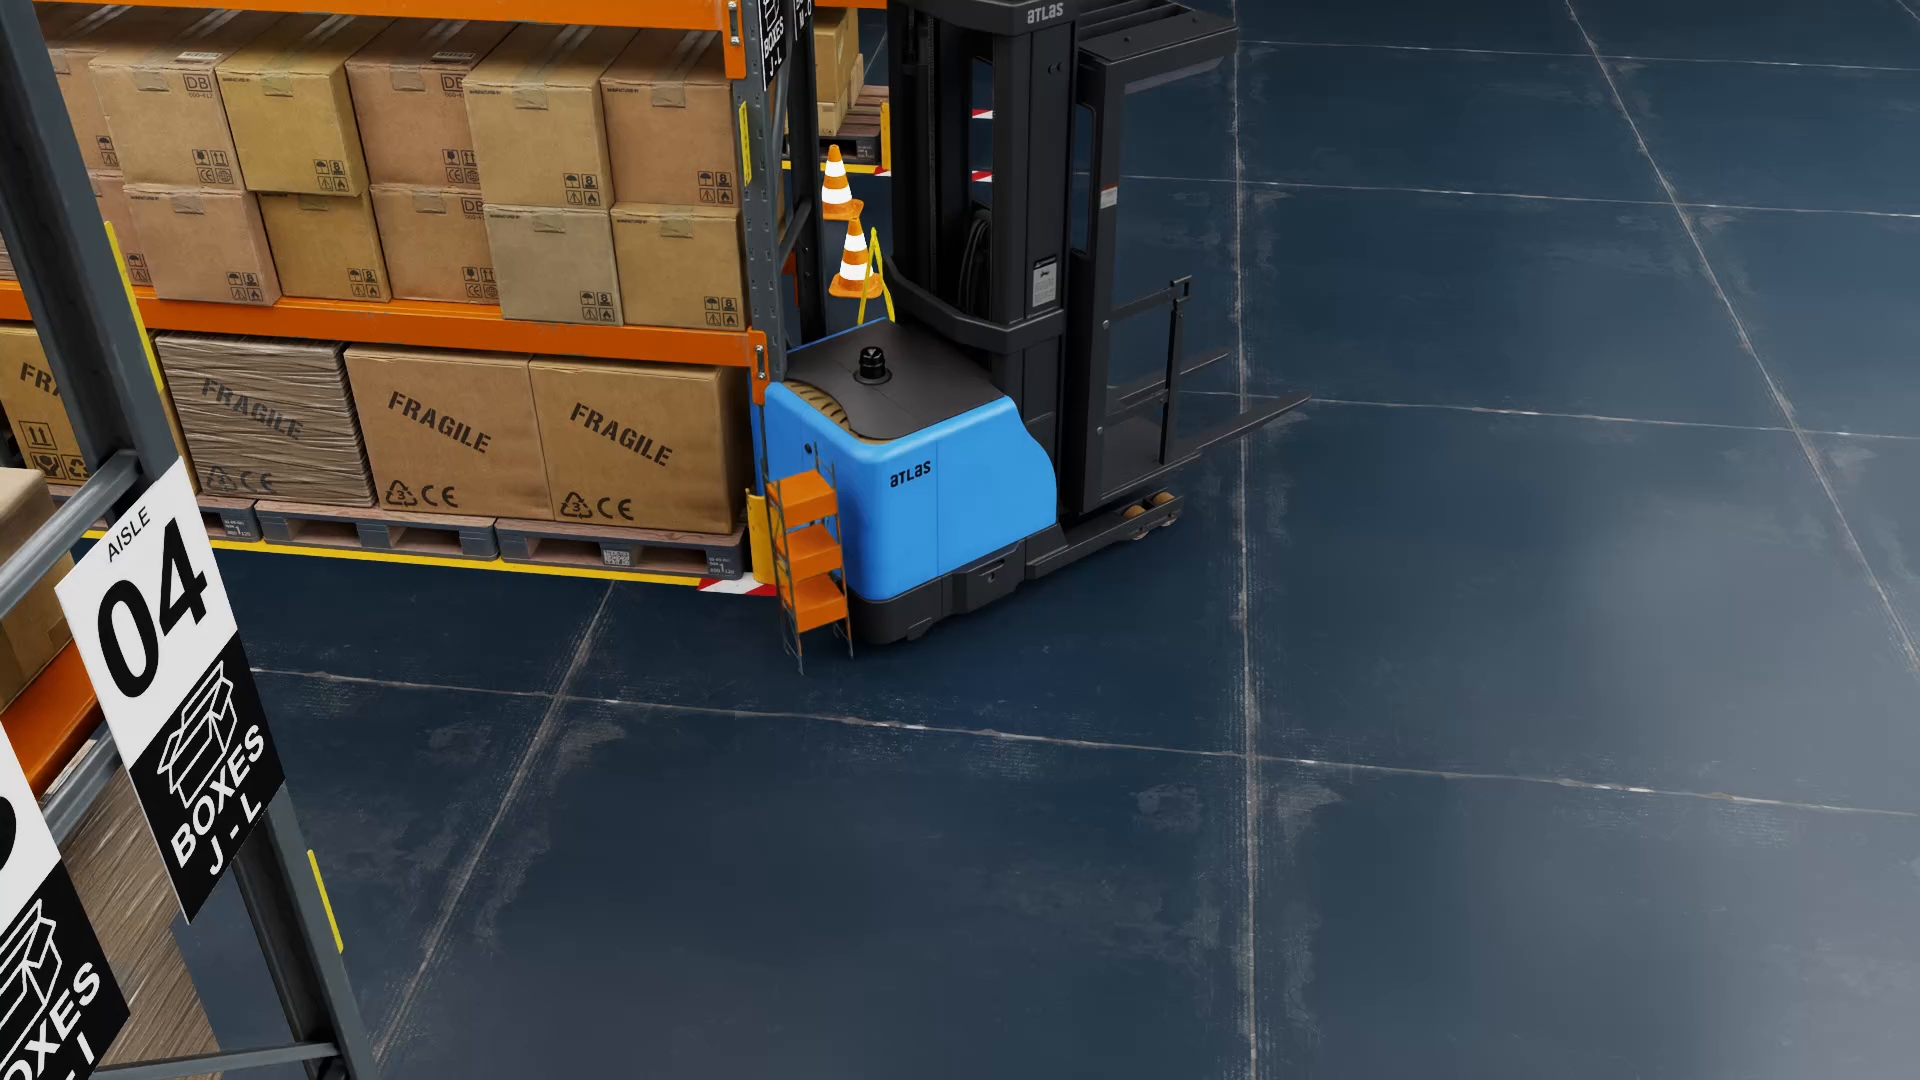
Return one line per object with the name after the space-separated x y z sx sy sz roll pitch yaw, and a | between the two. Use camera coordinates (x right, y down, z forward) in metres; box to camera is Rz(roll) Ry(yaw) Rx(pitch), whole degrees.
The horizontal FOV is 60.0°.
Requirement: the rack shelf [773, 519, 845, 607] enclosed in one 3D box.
-0.659 0.099 7.217 0.240 0.259 0.215 -19 39 -21 | rack shelf

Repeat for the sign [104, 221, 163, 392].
-1.444 -0.379 2.864 0.005 0.325 0.100 4 36 6 | sign

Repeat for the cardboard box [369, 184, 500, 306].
-2.243 -1.544 7.702 0.550 0.550 0.875 4 36 6 | cardboard box

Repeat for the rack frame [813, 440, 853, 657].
-0.551 0.054 7.253 0.008 1.050 0.200 -19 39 -21 | rack frame

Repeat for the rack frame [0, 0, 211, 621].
-1.513 -0.931 1.809 0.127 3.000 1.000 4 36 6 | rack frame

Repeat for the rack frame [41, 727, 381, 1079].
-1.513 1.511 3.551 0.127 3.000 1.000 4 36 6 | rack frame

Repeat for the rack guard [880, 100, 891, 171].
-0.326 -3.188 12.286 0.348 0.500 1.175 4 36 6 | rack guard

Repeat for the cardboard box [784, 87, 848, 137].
-1.111 -3.158 12.098 0.500 0.250 0.500 4 36 6 | cardboard box

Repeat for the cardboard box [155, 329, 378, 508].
-3.239 -0.791 8.243 0.875 0.875 0.875 5 36 6 | cardboard box

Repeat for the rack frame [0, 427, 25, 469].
-4.749 -1.636 7.960 0.127 3.000 1.000 4 36 6 | rack frame

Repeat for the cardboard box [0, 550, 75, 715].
-1.958 0.166 2.982 0.500 0.250 0.500 5 36 7 | cardboard box

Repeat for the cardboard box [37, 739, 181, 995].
-2.024 0.744 3.422 0.500 0.500 0.500 4 36 6 | cardboard box

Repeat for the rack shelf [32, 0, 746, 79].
-2.765 -2.416 7.090 4.000 0.370 1.077 4 36 6 | rack shelf

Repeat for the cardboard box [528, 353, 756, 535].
-1.462 -0.658 8.057 0.875 0.875 0.875 4 36 6 | cardboard box

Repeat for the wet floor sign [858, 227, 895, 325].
-0.500 -1.520 9.825 0.232 0.644 0.267 -2 36 -2 | wet floor sign

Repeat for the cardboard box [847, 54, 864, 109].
-1.016 -3.470 12.536 0.500 0.250 0.500 4 36 6 | cardboard box

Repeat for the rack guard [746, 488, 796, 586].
-0.757 -0.321 8.269 0.348 0.500 1.175 4 36 6 | rack guard

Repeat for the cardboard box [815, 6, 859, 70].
-1.040 -3.777 12.320 0.500 0.500 0.500 3 36 4 | cardboard box

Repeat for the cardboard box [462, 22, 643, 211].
-1.702 -1.878 7.240 0.550 0.550 0.875 4 36 6 | cardboard box

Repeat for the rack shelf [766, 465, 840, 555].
-0.669 -0.129 7.048 0.240 0.259 0.215 -19 39 -21 | rack shelf

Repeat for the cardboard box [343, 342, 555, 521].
-2.335 -0.722 8.147 0.875 0.875 0.875 4 36 5 | cardboard box

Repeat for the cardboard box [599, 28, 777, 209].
-1.144 -1.890 7.258 0.550 0.550 0.875 4 36 6 | cardboard box

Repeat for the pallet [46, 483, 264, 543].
-4.004 -0.399 8.628 1.213 0.211 1.003 4 36 6 | pallet

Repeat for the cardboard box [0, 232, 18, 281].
-4.381 -1.676 7.888 0.550 0.550 0.875 4 36 6 | cardboard box

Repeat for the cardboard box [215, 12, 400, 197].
-2.782 -1.962 7.358 0.500 0.550 0.875 4 36 6 | cardboard box

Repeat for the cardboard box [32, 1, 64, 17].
-4.387 -2.089 7.537 0.550 0.550 0.875 4 36 6 | cardboard box

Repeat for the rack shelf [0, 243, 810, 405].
-2.765 -1.195 7.962 4.000 0.370 1.077 4 36 6 | rack shelf

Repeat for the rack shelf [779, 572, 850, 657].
-0.648 0.323 7.382 0.240 0.259 0.215 -19 39 -21 | rack shelf

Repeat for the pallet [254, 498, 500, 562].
-2.791 -0.311 8.504 1.213 0.211 1.003 4 36 6 | pallet

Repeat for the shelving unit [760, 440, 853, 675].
-0.659 0.091 7.210 0.252 1.050 0.215 -19 39 -21 | shelving unit

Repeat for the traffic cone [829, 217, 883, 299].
-0.646 -1.791 10.361 0.334 0.463 0.336 4 36 6 | traffic cone

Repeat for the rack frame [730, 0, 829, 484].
-0.781 -1.340 7.545 0.127 3.000 1.000 4 36 6 | rack frame

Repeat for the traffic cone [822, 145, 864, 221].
-0.842 -2.455 11.292 0.334 0.463 0.336 4 36 6 | traffic cone

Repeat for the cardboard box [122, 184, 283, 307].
-3.312 -1.541 7.698 0.550 0.550 0.875 4 36 6 | cardboard box

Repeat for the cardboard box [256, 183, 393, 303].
-2.774 -1.560 7.724 0.500 0.550 0.875 4 36 6 | cardboard box

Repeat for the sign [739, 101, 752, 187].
-0.864 -1.596 6.703 0.005 0.325 0.100 4 36 6 | sign

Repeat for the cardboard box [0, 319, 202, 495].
-4.134 -0.855 8.333 0.875 0.875 0.875 5 36 7 | cardboard box

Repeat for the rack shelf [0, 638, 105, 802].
-3.497 0.434 3.096 4.000 0.370 1.077 4 36 6 | rack shelf

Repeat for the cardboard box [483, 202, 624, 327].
-1.703 -1.430 7.543 0.550 0.550 0.875 4 36 6 | cardboard box

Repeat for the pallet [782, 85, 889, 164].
-1.128 -3.151 12.483 1.213 0.211 1.003 4 36 6 | pallet

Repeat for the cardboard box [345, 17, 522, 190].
-2.240 -1.997 7.408 0.550 0.550 0.875 4 36 6 | cardboard box

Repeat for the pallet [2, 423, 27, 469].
-5.524 -0.514 8.789 1.213 0.211 1.003 4 36 6 | pallet

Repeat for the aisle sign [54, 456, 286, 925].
-1.414 0.284 3.032 0.004 0.787 0.394 4 36 6 | aisle sign

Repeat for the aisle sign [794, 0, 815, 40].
-0.673 -2.566 7.025 0.004 0.787 0.394 4 36 6 | aisle sign

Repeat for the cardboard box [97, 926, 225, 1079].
-2.055 1.292 3.515 0.500 0.500 0.875 4 36 6 | cardboard box

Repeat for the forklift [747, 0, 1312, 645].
0.498 -1.415 7.710 3.031 2.935 1.130 -24 42 -30 | forklift

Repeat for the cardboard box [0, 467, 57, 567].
-1.757 0.035 2.823 0.250 0.149 0.380 4 36 6 | cardboard box

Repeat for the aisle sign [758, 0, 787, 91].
-0.749 -2.220 6.540 0.004 0.787 0.394 4 36 6 | aisle sign

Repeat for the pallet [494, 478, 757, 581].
-1.584 -0.219 8.375 1.213 0.211 1.003 4 36 6 | pallet

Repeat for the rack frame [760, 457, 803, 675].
-0.767 0.127 7.168 0.008 1.050 0.200 -19 39 -21 | rack frame

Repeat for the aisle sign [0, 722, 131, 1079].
-1.490 0.630 2.548 0.004 0.787 0.394 4 36 6 | aisle sign

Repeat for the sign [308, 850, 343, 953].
-1.444 0.846 3.738 0.005 0.325 0.100 4 36 6 | sign

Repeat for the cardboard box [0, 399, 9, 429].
-5.376 -0.885 8.483 0.750 0.750 1.050 4 36 6 | cardboard box

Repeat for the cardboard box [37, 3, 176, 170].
-3.827 -2.116 7.573 0.550 0.550 0.875 4 36 6 | cardboard box

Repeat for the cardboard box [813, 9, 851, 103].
-1.079 -3.465 11.883 0.500 0.500 0.500 4 36 6 | cardboard box

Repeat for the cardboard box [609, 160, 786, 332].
-1.155 -1.402 7.504 0.550 0.550 0.875 4 36 6 | cardboard box

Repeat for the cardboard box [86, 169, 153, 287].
-3.833 -1.649 7.849 0.550 0.550 0.875 4 36 6 | cardboard box

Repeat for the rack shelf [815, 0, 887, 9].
-2.235 -4.055 11.968 4.000 0.370 1.077 4 36 6 | rack shelf

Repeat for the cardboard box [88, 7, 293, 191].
-3.309 -1.996 7.406 0.550 0.550 0.875 4 36 6 | cardboard box
